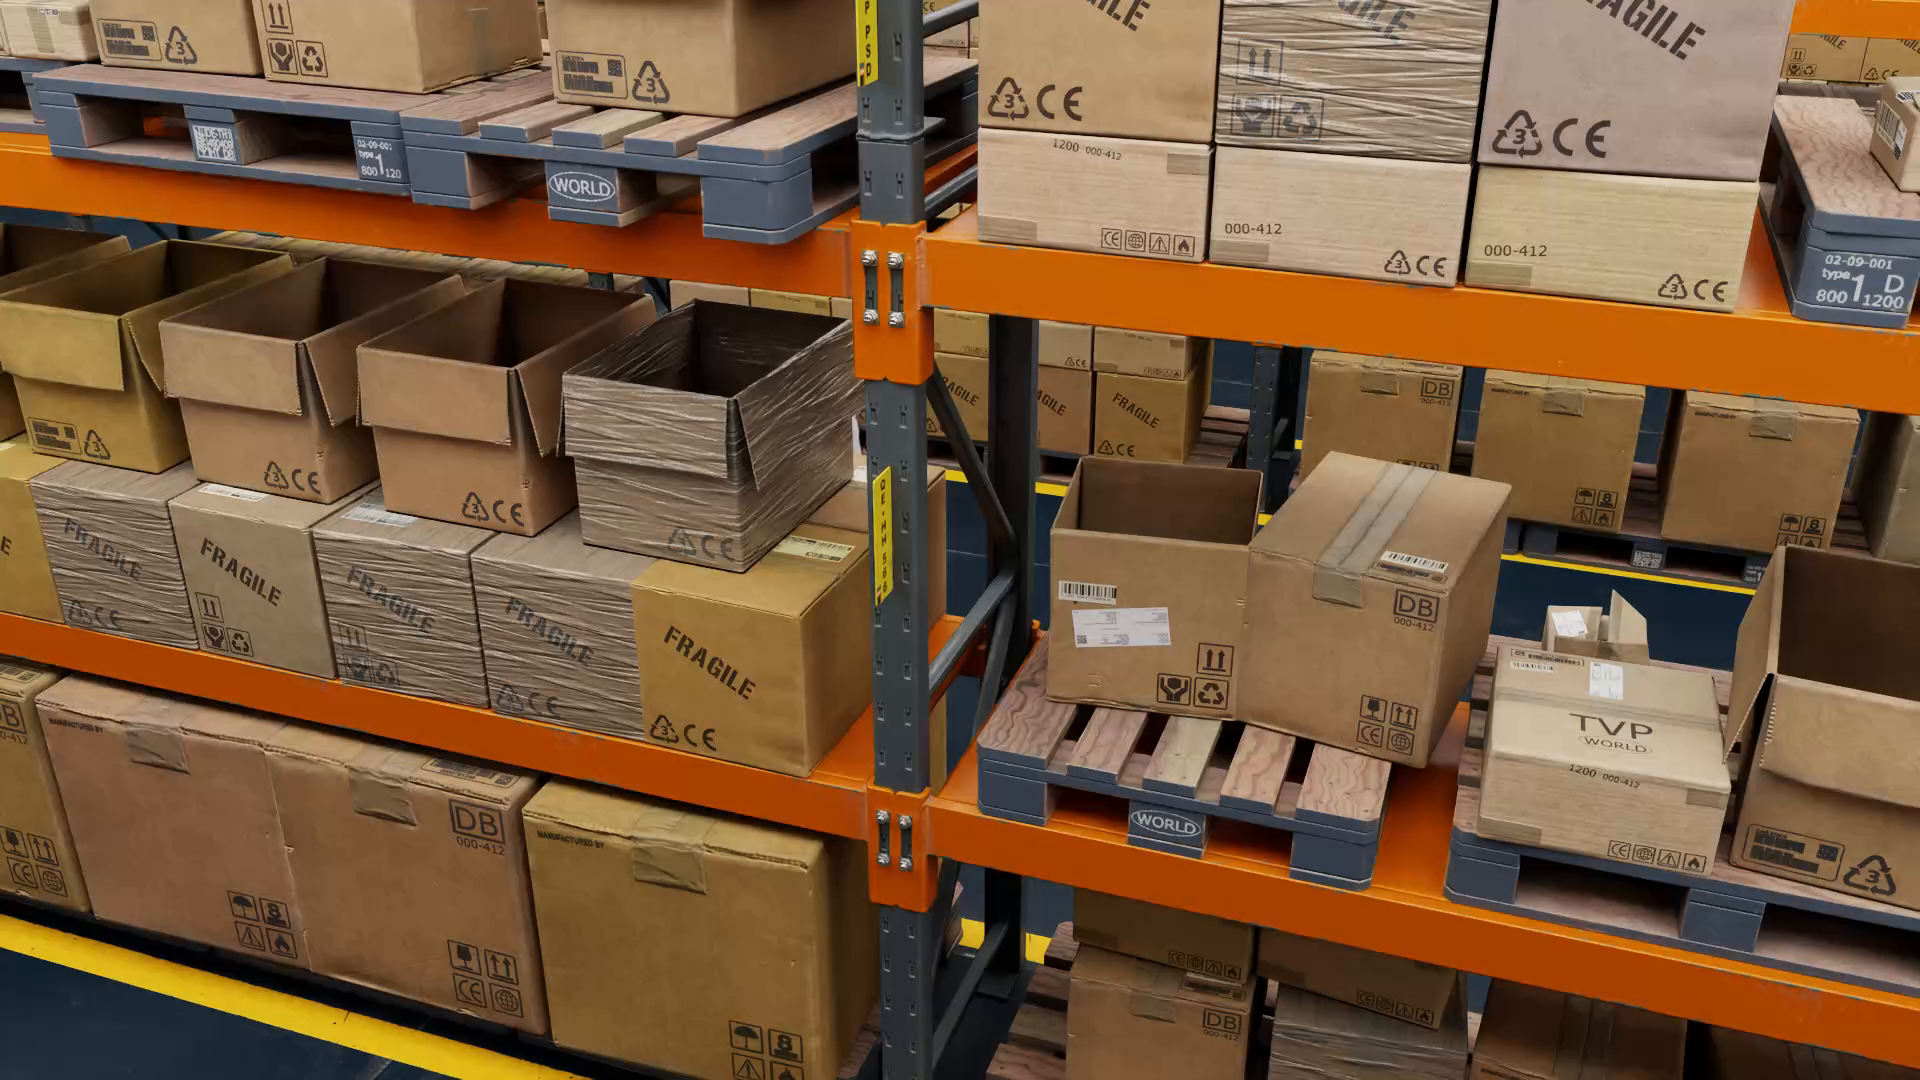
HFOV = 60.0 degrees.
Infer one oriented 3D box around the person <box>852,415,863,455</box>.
[{"bbox_3d":[-0.593,0.000,6.704,0.431,1.782,0.563,8,27,16],"label":"person"}]
